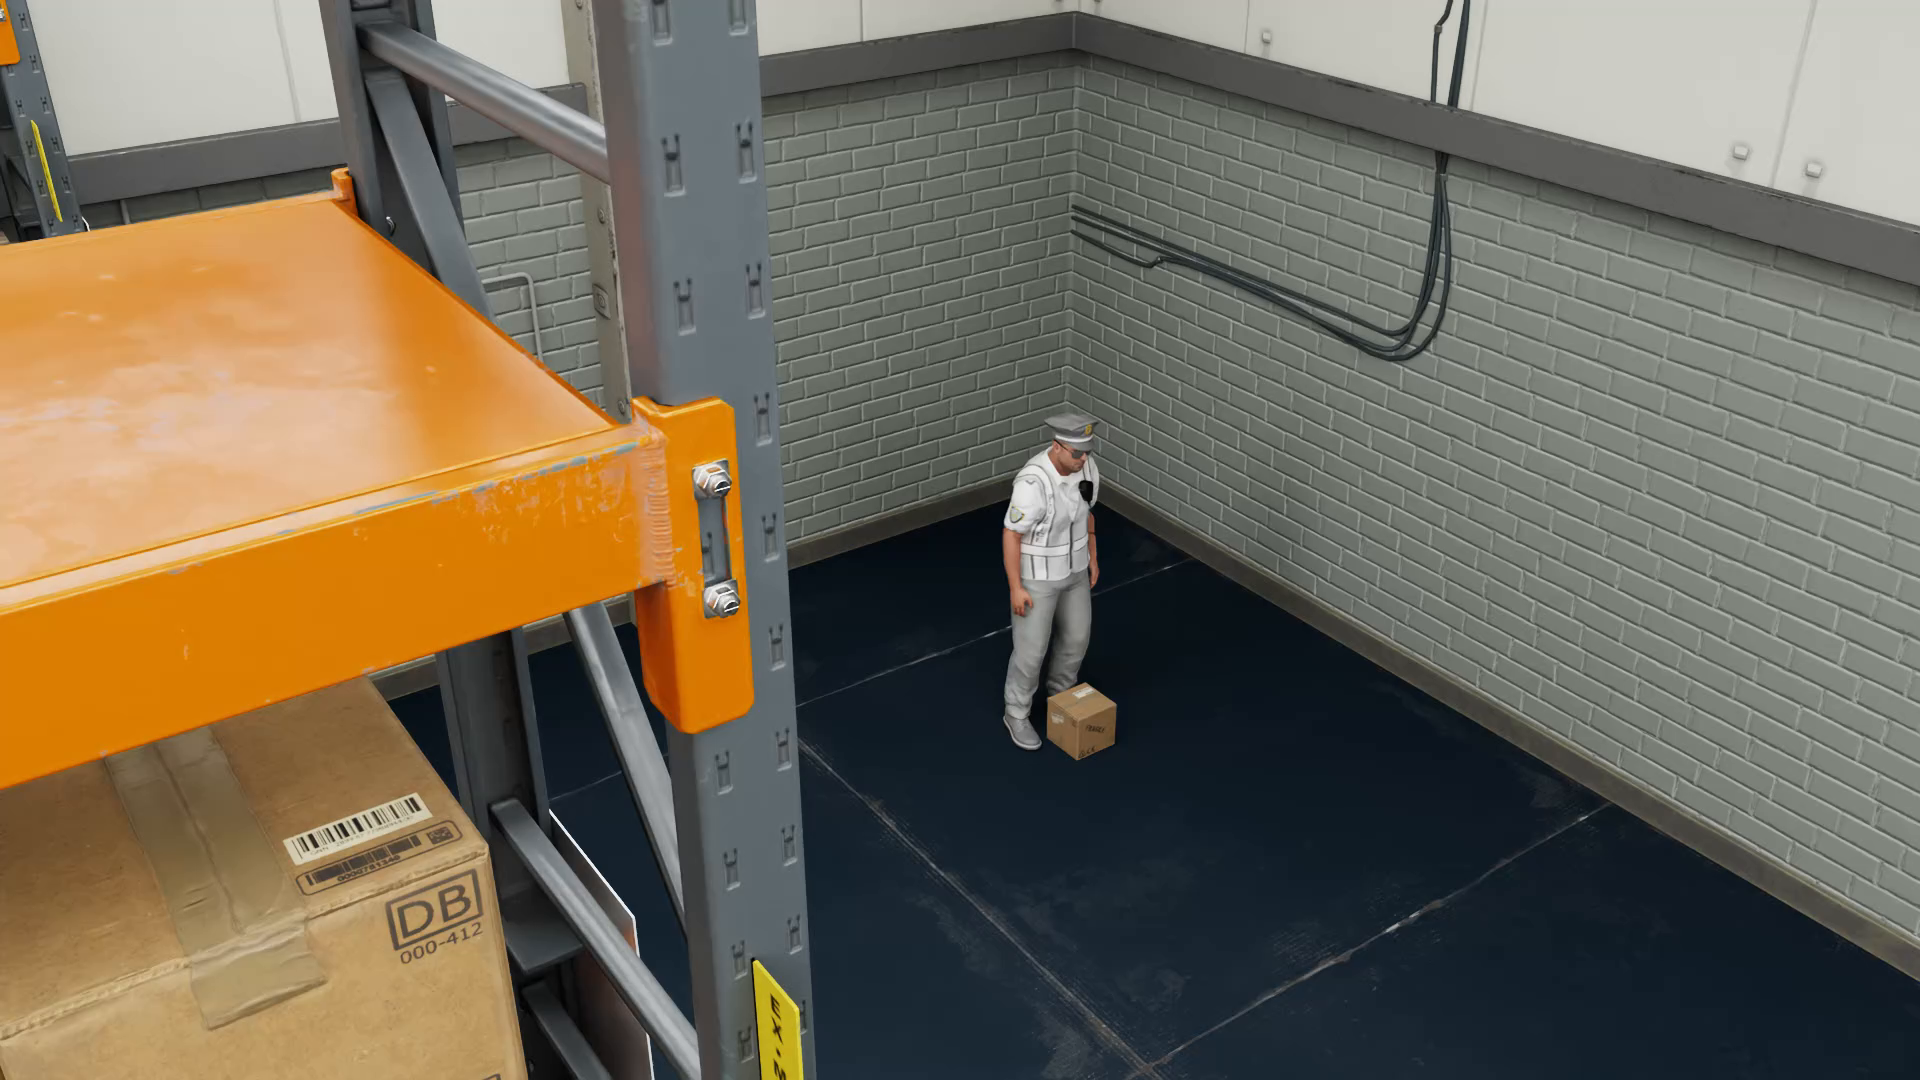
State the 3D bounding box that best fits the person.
[{"bbox_3d":[0.455,0.160,8.321,0.596,1.747,0.444,-21,35,-33],"label":"person"}]
